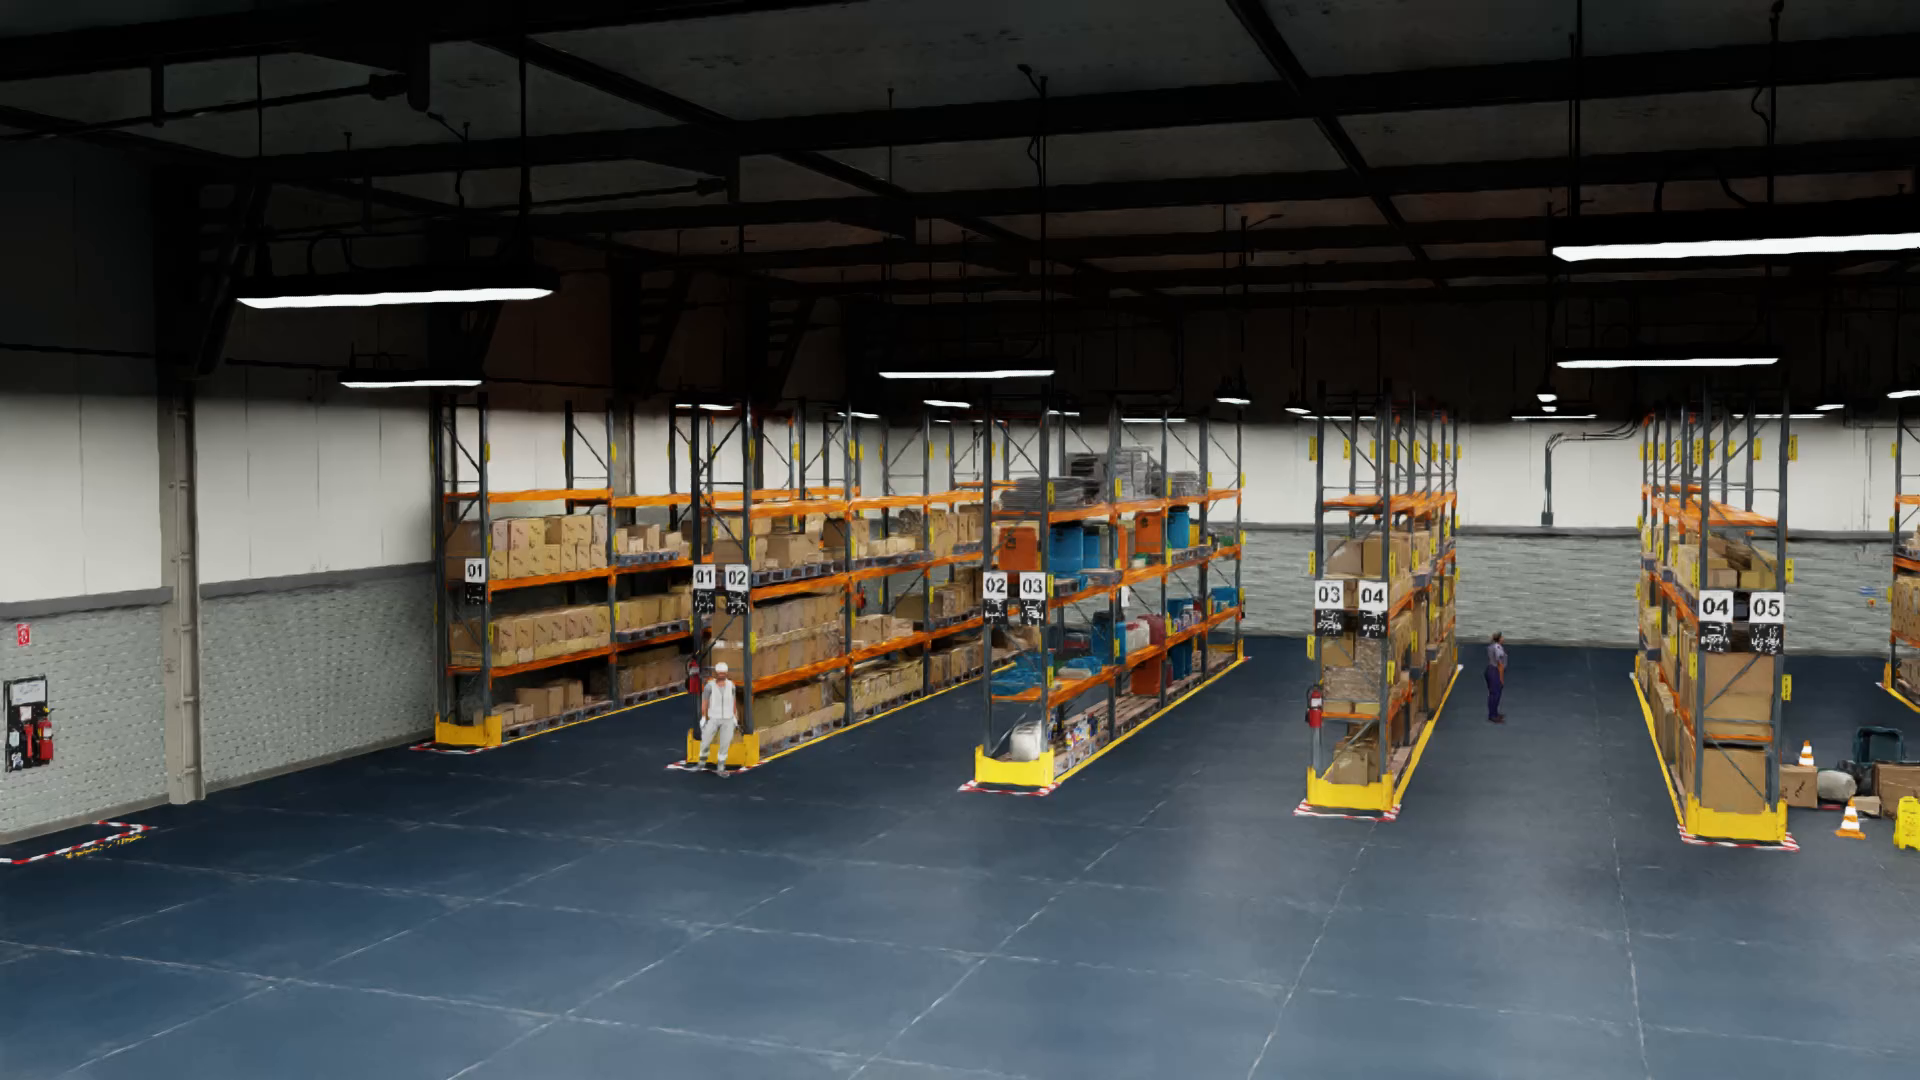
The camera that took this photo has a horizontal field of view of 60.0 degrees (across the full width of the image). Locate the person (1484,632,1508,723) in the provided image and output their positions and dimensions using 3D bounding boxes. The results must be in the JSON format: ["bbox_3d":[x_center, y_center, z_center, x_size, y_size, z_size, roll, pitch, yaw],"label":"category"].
[{"bbox_3d":[9.974,2.522,30.837,0.448,1.652,0.573,0,3,-4],"label":"person"}]

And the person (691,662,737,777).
[{"bbox_3d":[-3.774,2.747,25.556,0.717,1.777,0.531,-1,3,-19],"label":"person"}]

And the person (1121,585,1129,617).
[{"bbox_3d":[4.171,1.764,44.371,0.746,1.753,0.529,-1,3,-20],"label":"person"}]
